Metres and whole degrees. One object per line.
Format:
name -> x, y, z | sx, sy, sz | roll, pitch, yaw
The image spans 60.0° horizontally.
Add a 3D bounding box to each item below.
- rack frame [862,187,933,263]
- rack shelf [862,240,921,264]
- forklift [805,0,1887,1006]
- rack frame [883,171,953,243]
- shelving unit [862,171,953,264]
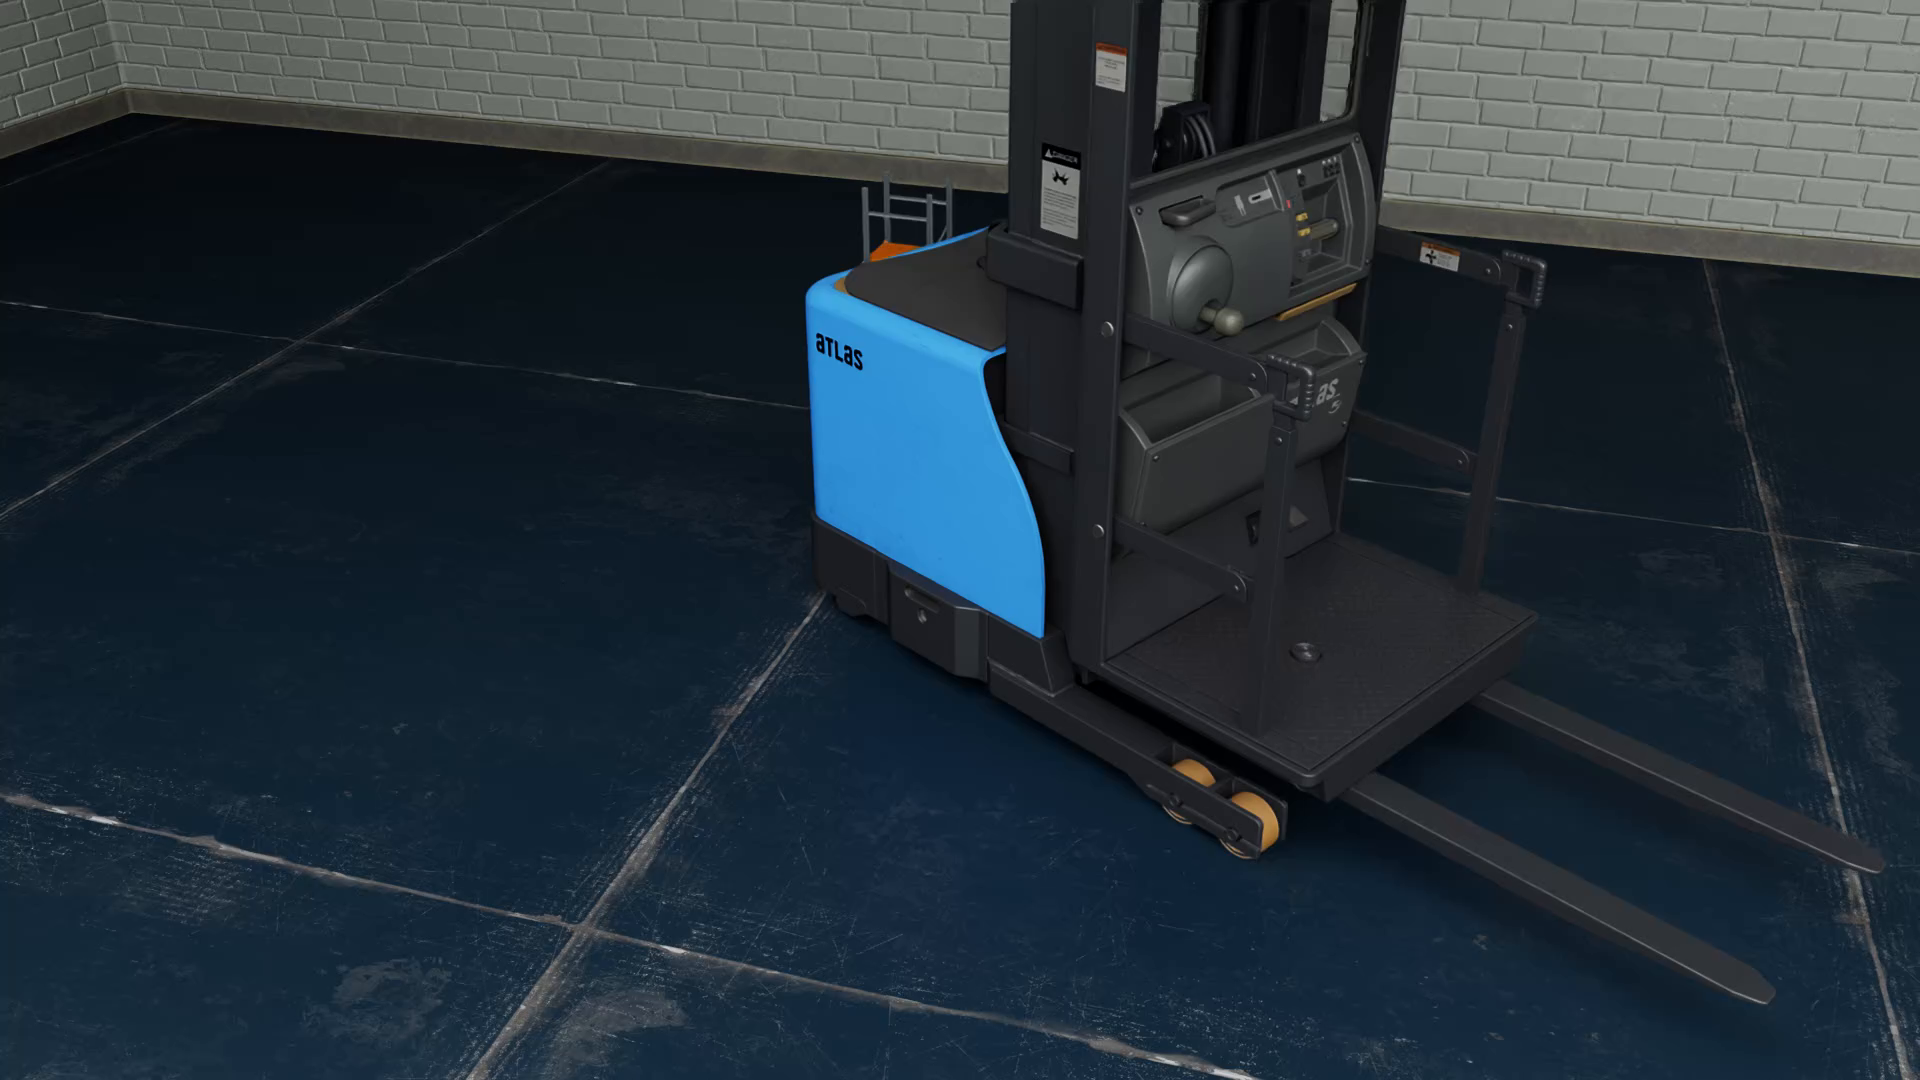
rack frame -> -0.199, -0.582, 5.562 | 0.240, 1.200, 0.006 | 10, 31, 17
rack shelf -> -0.169, -0.900, 5.484 | 0.258, 0.103, 0.180 | 10, 31, 17
forklift -> 0.904, -0.746, 4.076 | 1.130, 2.935, 3.031 | -25, 38, -37
rack frame -> -0.138, -0.666, 5.713 | 0.240, 1.200, 0.006 | 10, 31, 17
shelving unit -> -0.169, -0.624, 5.638 | 0.258, 1.200, 0.189 | 10, 31, 17
